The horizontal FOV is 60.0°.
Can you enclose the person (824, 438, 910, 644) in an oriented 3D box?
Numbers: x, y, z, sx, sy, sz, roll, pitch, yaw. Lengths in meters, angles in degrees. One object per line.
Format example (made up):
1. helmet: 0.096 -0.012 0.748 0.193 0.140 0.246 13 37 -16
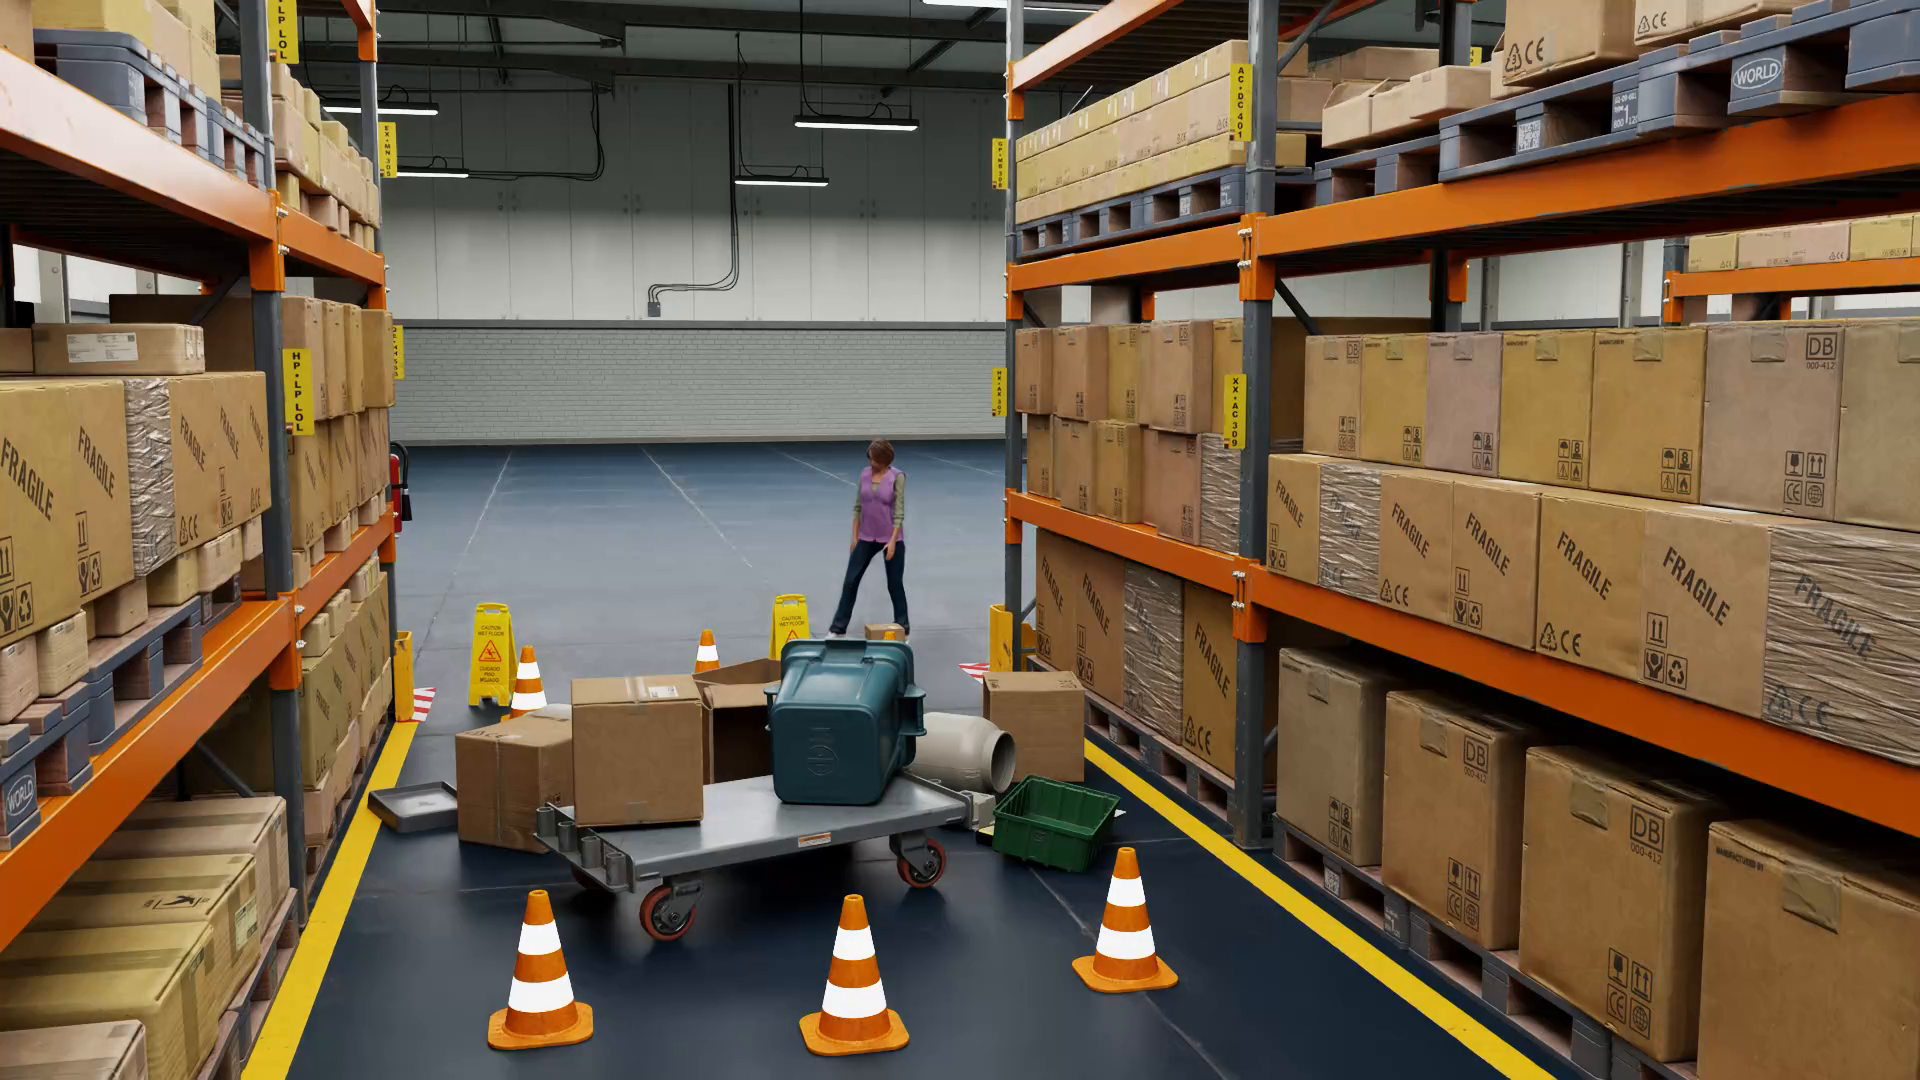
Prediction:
1. person: -0.716 0.036 12.524 0.609 1.571 0.466 2 7 17
